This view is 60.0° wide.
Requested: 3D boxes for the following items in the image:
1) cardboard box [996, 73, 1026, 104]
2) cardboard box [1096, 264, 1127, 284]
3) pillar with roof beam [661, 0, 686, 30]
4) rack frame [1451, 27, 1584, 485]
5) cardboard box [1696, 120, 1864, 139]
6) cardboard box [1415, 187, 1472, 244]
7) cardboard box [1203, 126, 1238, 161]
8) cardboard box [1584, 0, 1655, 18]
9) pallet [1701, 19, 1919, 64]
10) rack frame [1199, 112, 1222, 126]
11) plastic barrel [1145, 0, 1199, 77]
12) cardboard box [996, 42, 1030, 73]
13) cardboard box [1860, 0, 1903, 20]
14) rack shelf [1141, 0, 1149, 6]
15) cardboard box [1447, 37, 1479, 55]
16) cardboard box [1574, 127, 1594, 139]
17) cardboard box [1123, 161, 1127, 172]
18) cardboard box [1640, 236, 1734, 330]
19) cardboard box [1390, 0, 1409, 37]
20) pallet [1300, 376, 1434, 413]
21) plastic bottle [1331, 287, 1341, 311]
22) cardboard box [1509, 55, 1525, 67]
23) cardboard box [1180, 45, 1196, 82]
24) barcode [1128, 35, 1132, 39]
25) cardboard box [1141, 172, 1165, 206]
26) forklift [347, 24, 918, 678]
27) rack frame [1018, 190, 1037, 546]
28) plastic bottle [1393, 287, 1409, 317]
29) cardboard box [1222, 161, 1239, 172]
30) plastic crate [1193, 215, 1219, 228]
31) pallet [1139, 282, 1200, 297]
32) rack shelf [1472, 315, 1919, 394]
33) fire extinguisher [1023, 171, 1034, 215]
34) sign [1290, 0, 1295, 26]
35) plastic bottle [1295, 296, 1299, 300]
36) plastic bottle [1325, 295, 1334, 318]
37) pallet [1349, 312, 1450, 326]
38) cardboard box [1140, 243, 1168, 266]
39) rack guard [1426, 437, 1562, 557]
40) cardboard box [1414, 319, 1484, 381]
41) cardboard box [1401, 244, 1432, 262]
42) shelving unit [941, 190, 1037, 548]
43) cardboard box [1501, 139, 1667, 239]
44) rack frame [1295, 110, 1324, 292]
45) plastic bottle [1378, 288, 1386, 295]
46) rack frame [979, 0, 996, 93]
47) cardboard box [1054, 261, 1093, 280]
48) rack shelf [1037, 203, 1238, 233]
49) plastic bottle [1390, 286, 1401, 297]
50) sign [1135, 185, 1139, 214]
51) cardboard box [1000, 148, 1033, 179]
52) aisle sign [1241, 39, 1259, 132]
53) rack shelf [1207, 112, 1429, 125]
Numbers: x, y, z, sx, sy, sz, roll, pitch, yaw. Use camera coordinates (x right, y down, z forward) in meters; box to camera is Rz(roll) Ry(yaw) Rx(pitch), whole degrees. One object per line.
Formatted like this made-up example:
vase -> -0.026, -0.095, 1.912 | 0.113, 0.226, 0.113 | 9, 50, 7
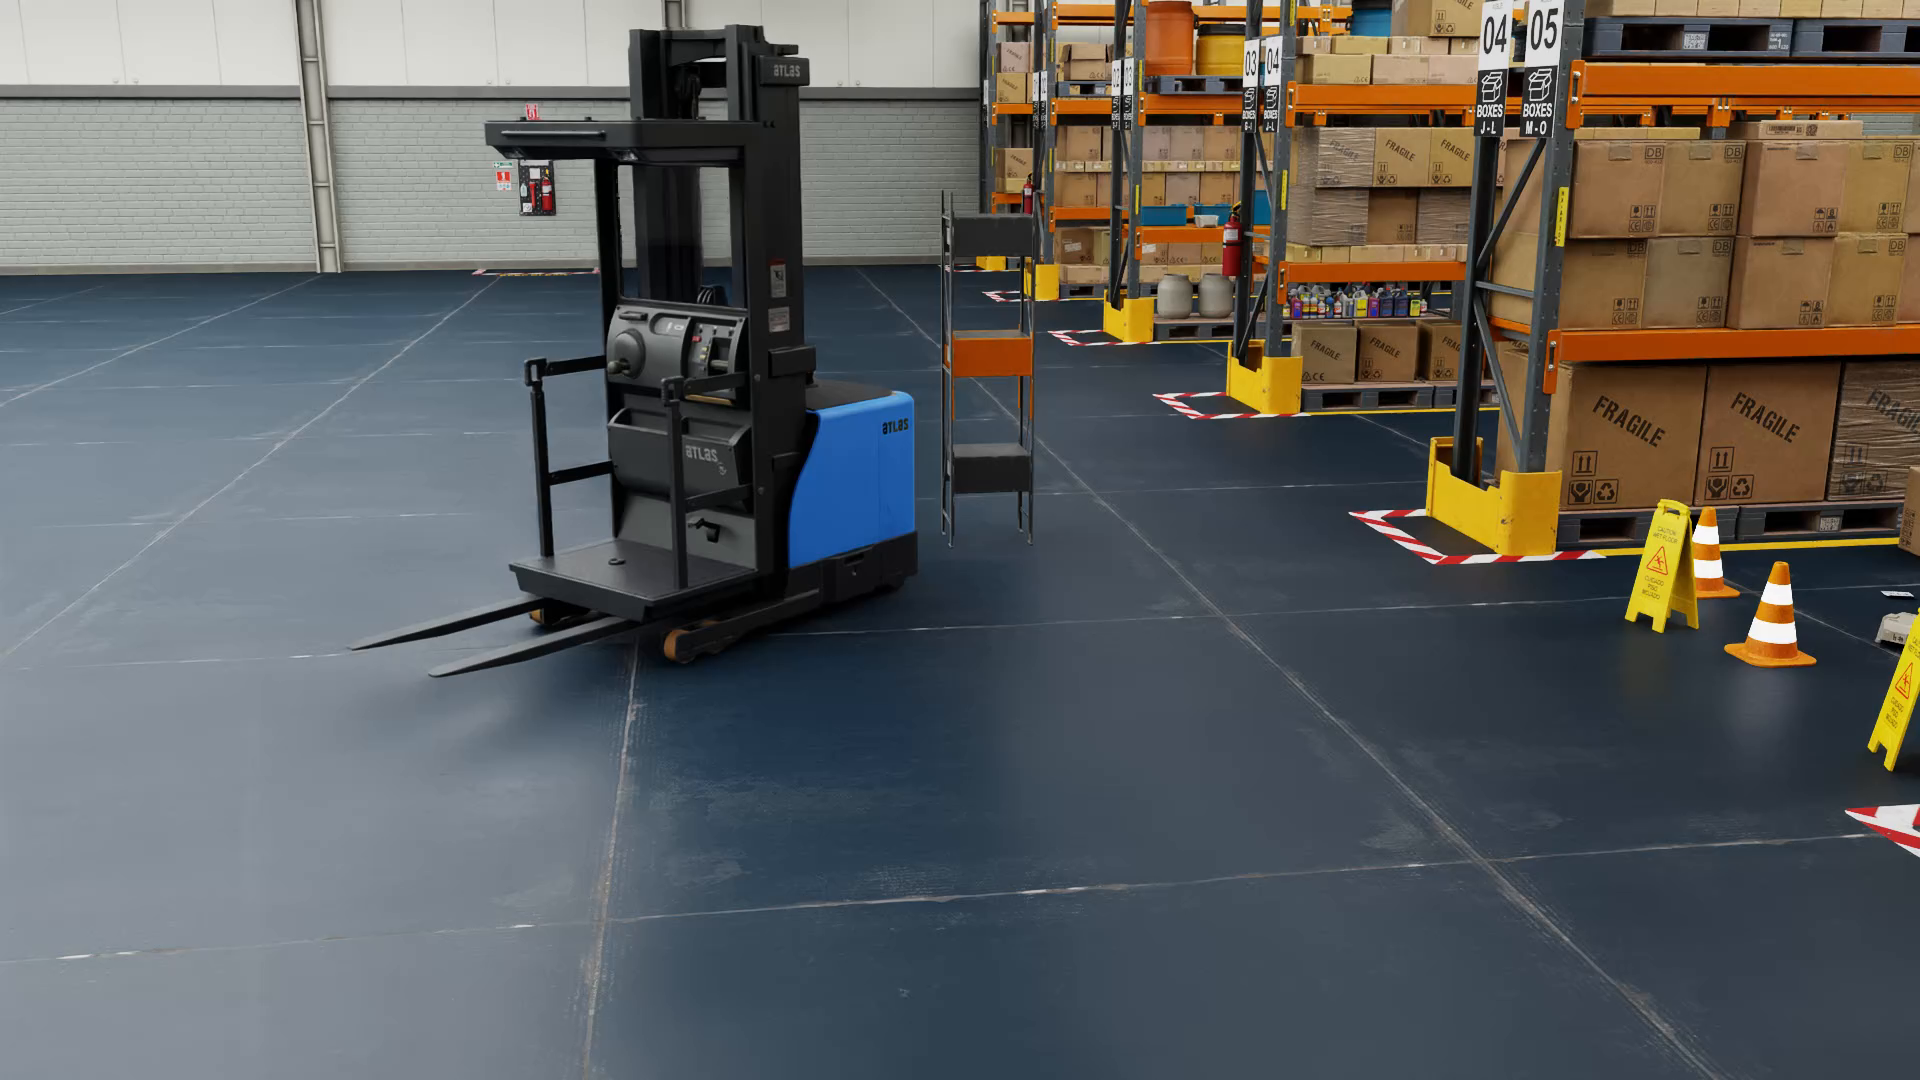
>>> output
cardboard box -> 0.839, -7.739, 28.501 | 0.500, 0.500, 0.500 | -2, 14, -7
cardboard box -> 2.270, -3.937, 24.544 | 0.500, 0.250, 0.500 | -2, 14, -8
pillar with roof beam -> -4.258, -8.164, 24.277 | 0.400, 9.000, 9.100 | -2, 14, -8
rack frame -> 3.323, -1.503, 10.047 | 0.127, 3.000, 1.000 | -2, 14, -8
cardboard box -> 7.446, -3.334, 15.253 | 1.000, 1.000, 1.000 | -2, 14, -8
cardboard box -> 4.210, -2.960, 15.042 | 0.500, 0.500, 0.875 | -2, 14, -8
cardboard box -> 3.735, -5.851, 24.513 | 0.500, 0.500, 0.700 | -2, 14, -8
cardboard box -> 3.710, -3.023, 9.392 | 0.250, 0.149, 0.380 | -2, 14, -8
pallet -> 5.264, -2.989, 9.990 | 1.213, 0.211, 1.003 | -2, 14, -8
rack frame -> 4.426, -6.419, 29.650 | 0.127, 3.000, 1.000 | -2, 14, -8
plastic barrel -> 2.408, -5.806, 19.293 | 0.708, 0.830, 0.600 | -2, 14, -8
cardboard box -> 0.888, -8.227, 28.394 | 0.500, 0.500, 0.500 | -3, 14, -12
cardboard box -> 5.210, -3.078, 9.611 | 0.250, 0.149, 0.380 | -2, 14, -8
rack shelf -> 3.924, -6.330, 19.265 | 4.000, 0.370, 1.077 | -2, 14, -8
cardboard box -> 4.282, -4.268, 14.397 | 0.250, 0.149, 0.380 | -3, 14, -11
cardboard box -> 5.247, -3.403, 14.753 | 0.500, 0.500, 0.500 | -2, 14, -8
cardboard box -> 2.390, -5.435, 24.190 | 0.250, 0.149, 0.380 | -2, 14, -9
cardboard box -> 4.224, -1.625, 10.226 | 0.550, 0.550, 0.875 | -2, 14, -8
cardboard box -> 4.179, -4.707, 14.812 | 0.500, 0.500, 0.500 | -2, 14, -8
pallet -> 3.568, -1.371, 15.253 | 1.213, 0.211, 1.003 | -2, 14, -8
plastic bottle -> 4.686, -2.999, 20.695 | 0.133, 0.283, 0.061 | -1, 14, -6
cardboard box -> 4.713, -4.094, 14.522 | 0.500, 0.250, 0.500 | -2, 14, -7
cardboard box -> 3.520, -6.975, 24.337 | 0.637, 0.503, 0.797 | -1, 14, -2
barcode -> 2.987, -8.848, 29.265 | 0.075, 0.075, 0.001 | -2, 14, -8
cardboard box -> 2.686, -5.181, 24.511 | 0.500, 0.500, 0.700 | -2, 14, -8
forklift -> -1.538, -0.969, 8.061 | 1.130, 2.935, 3.031 | 11, 18, 37
rack frame -> 0.405, -1.033, 10.026 | 0.015, 2.100, 0.400 | -2, 14, -8
plastic bottle -> 5.308, -2.872, 20.047 | 0.185, 0.351, 0.144 | -2, 14, -10
cardboard box -> 3.924, -5.493, 24.418 | 0.250, 0.149, 0.380 | -2, 14, -9
plastic crate -> 2.879, -3.718, 19.422 | 0.250, 0.136, 0.298 | -2, 14, -8
pallet -> 3.166, -3.811, 24.984 | 1.213, 0.211, 1.003 | -2, 14, -8
rack shelf -> 5.301, -1.226, 10.424 | 4.000, 0.370, 1.077 | -2, 14, -8
fire extinguisher -> 1.026, -5.152, 24.759 | 0.183, 0.674, 0.296 | -2, 14, -8
sign -> 2.765, -4.448, 13.827 | 0.005, 0.325, 0.100 | -2, 14, -8
plastic bottle -> 4.125, -2.897, 20.456 | 0.097, 0.201, 0.097 | 0, 14, 0
plastic bottle -> 4.424, -2.795, 19.904 | 0.097, 0.271, 0.097 | 0, 14, 0
pallet -> 5.232, -2.669, 20.430 | 1.213, 0.211, 1.003 | -2, 14, -8
cardboard box -> 2.762, -4.322, 24.536 | 0.500, 0.500, 0.500 | -2, 14, -8
rack guard -> 3.300, -0.289, 10.348 | 0.348, 0.500, 1.175 | -2, 14, -8
cardboard box -> 4.512, -1.757, 15.338 | 0.500, 0.500, 0.500 | -1, 14, -3
cardboard box -> 3.994, -2.562, 14.787 | 0.250, 0.149, 0.380 | -2, 14, -8
shelving unit -> 0.164, -1.024, 9.990 | 0.503, 2.100, 0.431 | -2, 14, -8
cardboard box -> 3.696, -2.103, 9.914 | 0.550, 0.550, 0.875 | -2, 14, -8
rack frame -> 5.168, -5.227, 24.899 | 0.127, 3.000, 1.000 | -2, 14, -8
plastic bottle -> 5.222, -2.982, 20.624 | 0.133, 0.283, 0.061 | -2, 14, -8
rack frame -> 0.471, -9.184, 28.342 | 0.127, 3.000, 1.000 | -2, 14, -8
cardboard box -> 1.699, -4.043, 24.965 | 0.500, 0.250, 0.500 | -2, 14, -8
rack shelf -> 3.190, -4.806, 24.698 | 4.000, 0.370, 1.077 | -2, 14, -8
plastic bottle -> 5.287, -2.906, 20.185 | 0.185, 0.351, 0.144 | -2, 14, -8
sign -> 2.024, -3.893, 19.008 | 0.005, 0.325, 0.100 | -2, 14, -8
cardboard box -> 0.988, -6.519, 28.777 | 0.500, 0.500, 0.500 | -2, 14, -8
aisle sign -> 2.578, -4.030, 14.782 | 0.004, 0.787, 0.394 | -2, 14, -8
rack shelf -> 6.404, -7.597, 29.661 | 4.000, 0.370, 1.077 | -2, 14, -8
